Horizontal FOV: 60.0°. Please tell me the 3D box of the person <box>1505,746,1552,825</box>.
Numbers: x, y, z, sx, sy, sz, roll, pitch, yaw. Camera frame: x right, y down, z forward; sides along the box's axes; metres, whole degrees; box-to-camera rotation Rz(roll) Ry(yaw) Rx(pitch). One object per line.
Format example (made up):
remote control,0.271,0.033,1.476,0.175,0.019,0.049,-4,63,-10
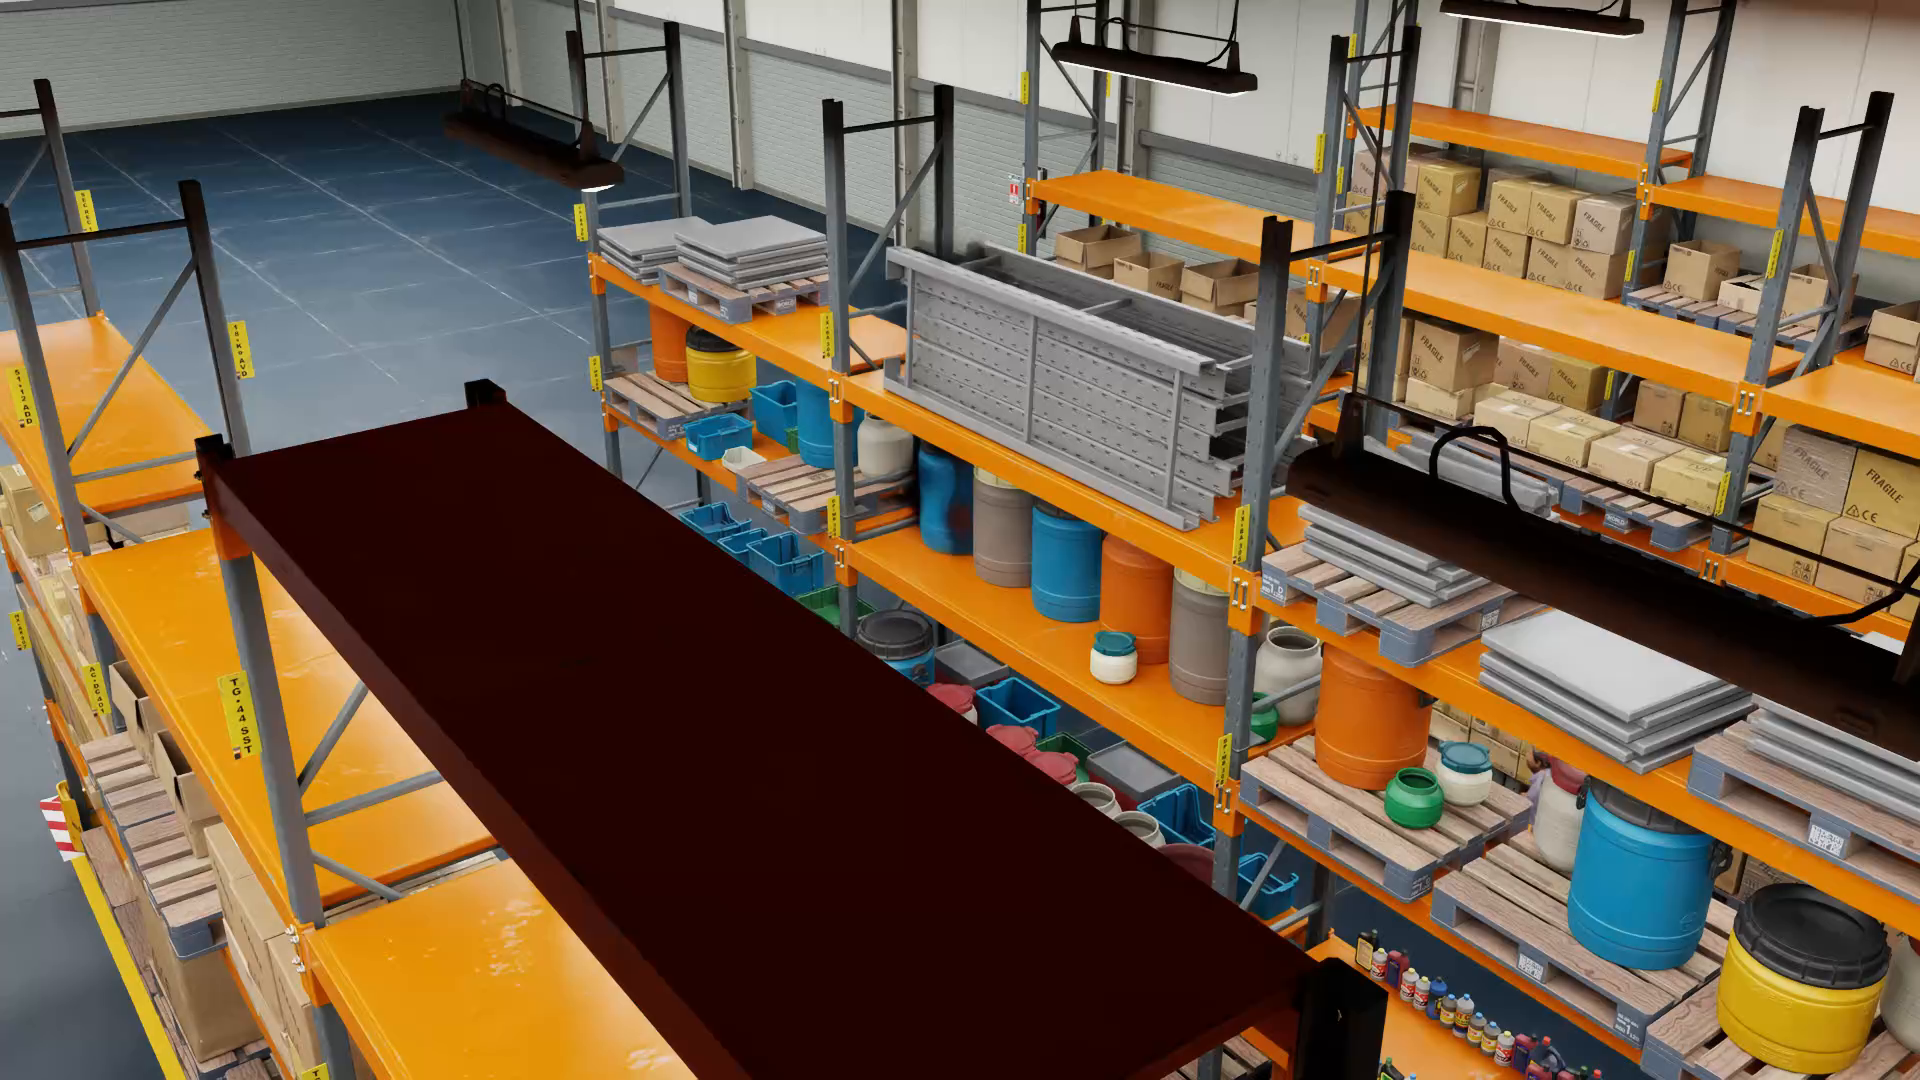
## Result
person,4.345,2.227,12.271,0.912,1.544,0.612,16,29,31
